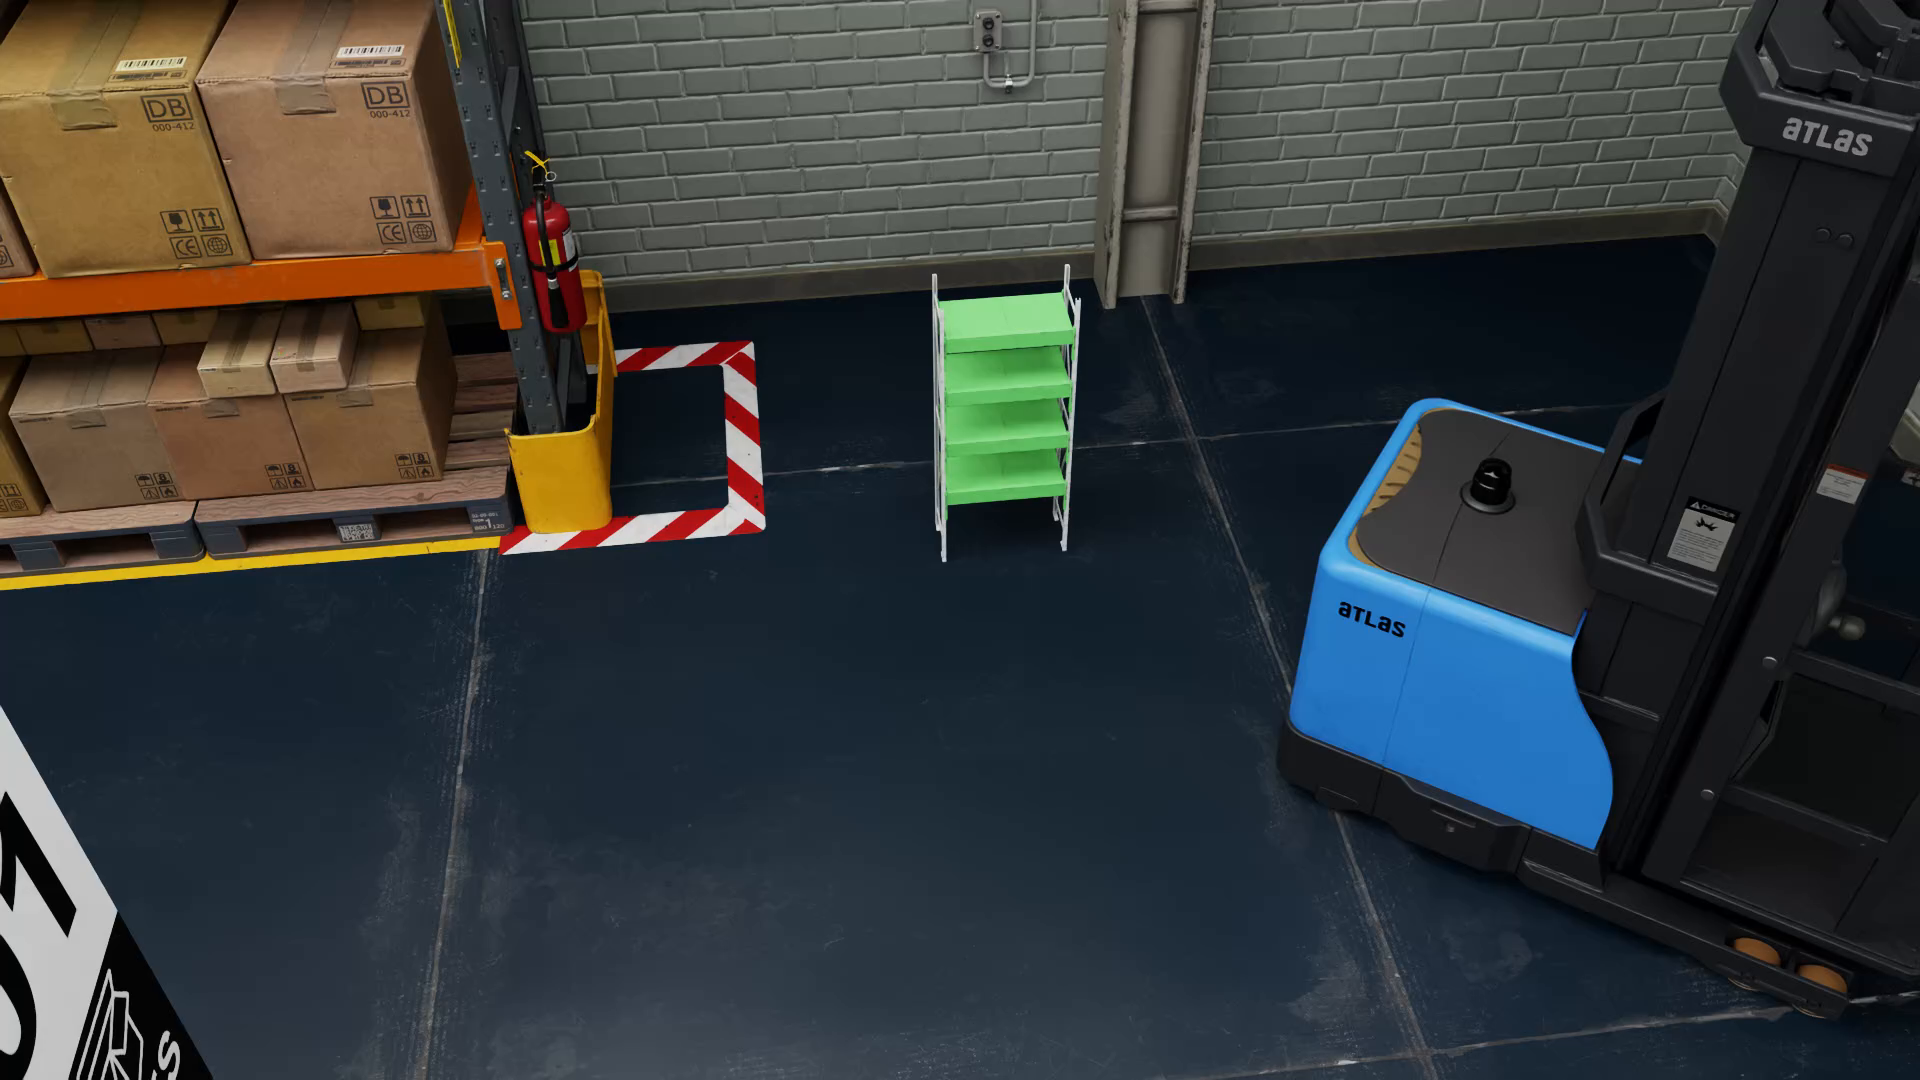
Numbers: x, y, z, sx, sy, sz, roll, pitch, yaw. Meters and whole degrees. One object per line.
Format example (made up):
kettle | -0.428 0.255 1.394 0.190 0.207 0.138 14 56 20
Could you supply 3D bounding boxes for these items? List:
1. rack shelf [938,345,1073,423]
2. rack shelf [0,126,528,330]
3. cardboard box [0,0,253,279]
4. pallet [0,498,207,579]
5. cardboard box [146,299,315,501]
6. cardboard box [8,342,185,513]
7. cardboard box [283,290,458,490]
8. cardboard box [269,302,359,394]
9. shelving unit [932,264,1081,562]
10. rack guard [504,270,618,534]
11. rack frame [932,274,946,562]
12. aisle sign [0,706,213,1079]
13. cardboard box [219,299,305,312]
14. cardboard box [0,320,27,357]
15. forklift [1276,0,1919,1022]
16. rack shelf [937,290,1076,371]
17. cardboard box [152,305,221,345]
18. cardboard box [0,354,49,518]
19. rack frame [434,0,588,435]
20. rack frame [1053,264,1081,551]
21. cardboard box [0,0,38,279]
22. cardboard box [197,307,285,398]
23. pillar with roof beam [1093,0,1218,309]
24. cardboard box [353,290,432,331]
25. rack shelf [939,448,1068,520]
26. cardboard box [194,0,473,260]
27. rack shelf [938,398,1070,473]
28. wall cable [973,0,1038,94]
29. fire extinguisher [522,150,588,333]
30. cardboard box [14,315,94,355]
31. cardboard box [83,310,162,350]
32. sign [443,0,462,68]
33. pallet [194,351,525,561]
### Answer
rack shelf | 0.164 -0.591 6.246 0.480 0.148 0.258 -5 42 -6
rack shelf | -3.679 -1.093 6.259 4.000 0.370 1.077 -5 42 -6
cardboard box | -2.920 -1.523 5.975 0.700 0.700 0.980 -5 42 -6
pallet | -3.686 -0.273 6.895 1.213 0.211 1.003 -5 42 -6
cardboard box | -2.873 -0.590 6.718 0.500 0.500 0.700 -5 42 -6
cardboard box | -3.372 -0.546 6.669 0.500 0.500 0.700 -6 42 -7
cardboard box | -2.377 -0.634 6.766 0.500 0.500 0.700 -5 42 -6
cardboard box | -2.481 -0.743 6.402 0.250 0.149 0.380 -5 42 -6
shelving unit | 0.164 -0.460 6.364 0.503 1.200 0.258 -5 42 -6
rack guard | -1.672 -0.607 7.050 0.348 0.500 1.175 -5 42 -6
rack frame | -0.078 -0.439 6.341 0.015 1.200 0.240 -5 42 -6
aisle sign | -1.021 0.590 1.916 0.004 0.787 0.394 -5 42 -6
cardboard box | -2.781 -0.974 6.659 0.250 0.149 0.380 -5 42 -5
cardboard box | -3.787 -0.886 6.561 0.250 0.149 0.380 -6 42 -6
forklift | 2.634 -0.031 4.596 3.031 2.935 1.130 21 46 22
rack shelf | 0.164 -0.769 6.085 0.480 0.148 0.258 -5 42 -6
cardboard box | -3.030 -0.953 6.635 0.250 0.149 0.380 -5 42 -5
cardboard box | -3.900 -0.495 6.612 0.500 0.500 0.700 -4 42 -5
rack frame | -1.696 -1.533 6.210 0.127 3.000 1.000 -5 42 -6
rack frame | 0.406 -0.481 6.388 0.015 1.200 0.240 -5 42 -6
cardboard box | -3.678 -1.463 5.909 0.700 0.700 0.980 -7 43 -8
cardboard box | -2.734 -0.720 6.377 0.250 0.149 0.380 -4 42 -4
pillar with roof beam | 1.427 -1.711 1.928 0.400 9.000 9.100 -5 42 -6
cardboard box | -2.279 -1.018 6.708 0.250 0.149 0.380 -5 42 -5
rack shelf | 0.164 -0.234 6.568 0.480 0.148 0.258 -5 42 -6
cardboard box | -2.200 -1.594 6.054 0.700 0.700 0.980 -3 42 -4
rack shelf | 0.164 -0.412 6.407 0.480 0.148 0.258 -5 42 -6
wall cable | -0.549 -2.650 6.690 1.851 1.984 0.084 -5 42 -6
fire extinguisher | -1.487 -1.073 6.036 0.183 0.674 0.296 -5 42 -6
cardboard box | -3.536 -0.907 6.585 0.250 0.149 0.380 -5 42 -5
cardboard box | -3.282 -0.930 6.610 0.250 0.149 0.380 -4 42 -5
sign | -1.639 -1.690 5.342 0.005 0.325 0.100 -5 42 -6
pallet | -2.479 -0.376 7.010 1.213 0.211 1.003 -5 42 -6
